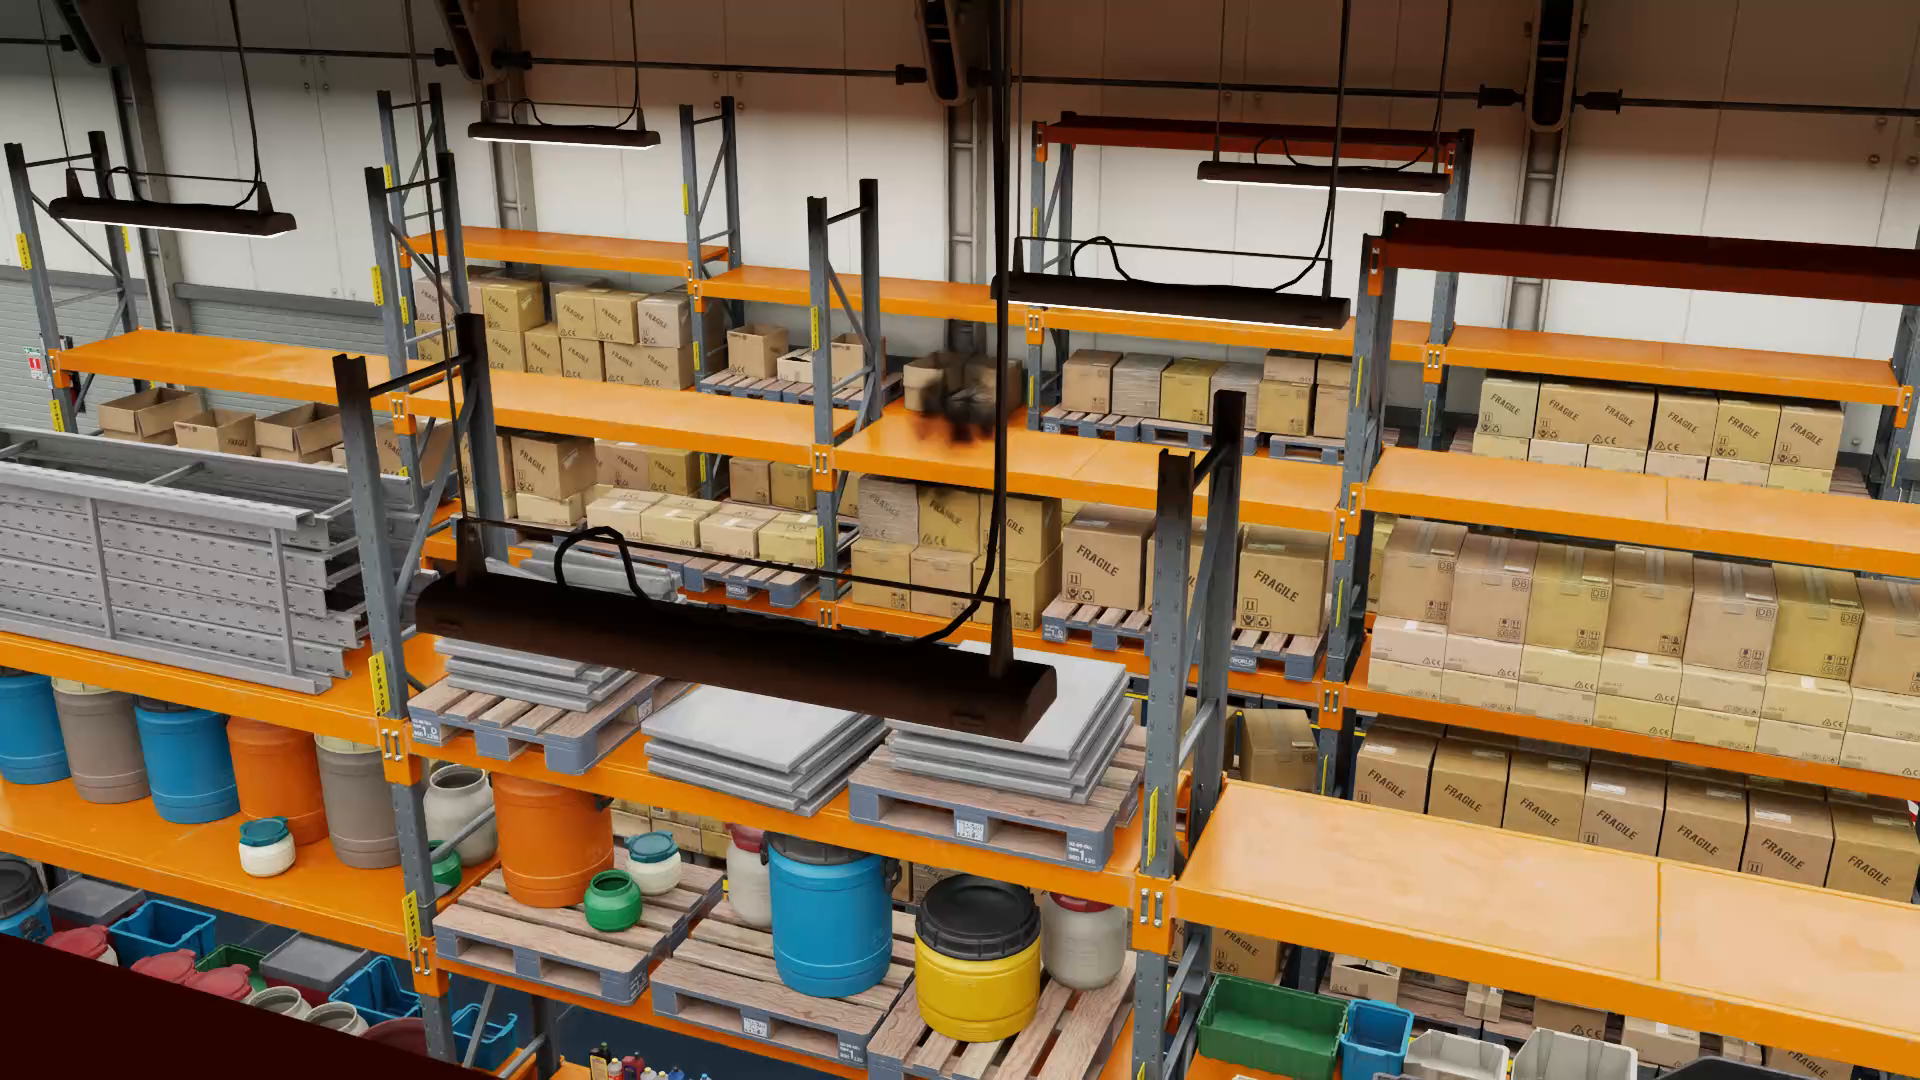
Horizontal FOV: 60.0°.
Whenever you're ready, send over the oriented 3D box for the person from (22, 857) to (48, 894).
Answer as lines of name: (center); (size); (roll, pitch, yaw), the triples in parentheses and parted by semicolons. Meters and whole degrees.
person: (-7.451, 2.440, 13.485); (0.752, 1.830, 0.644); (5, 21, 12)
